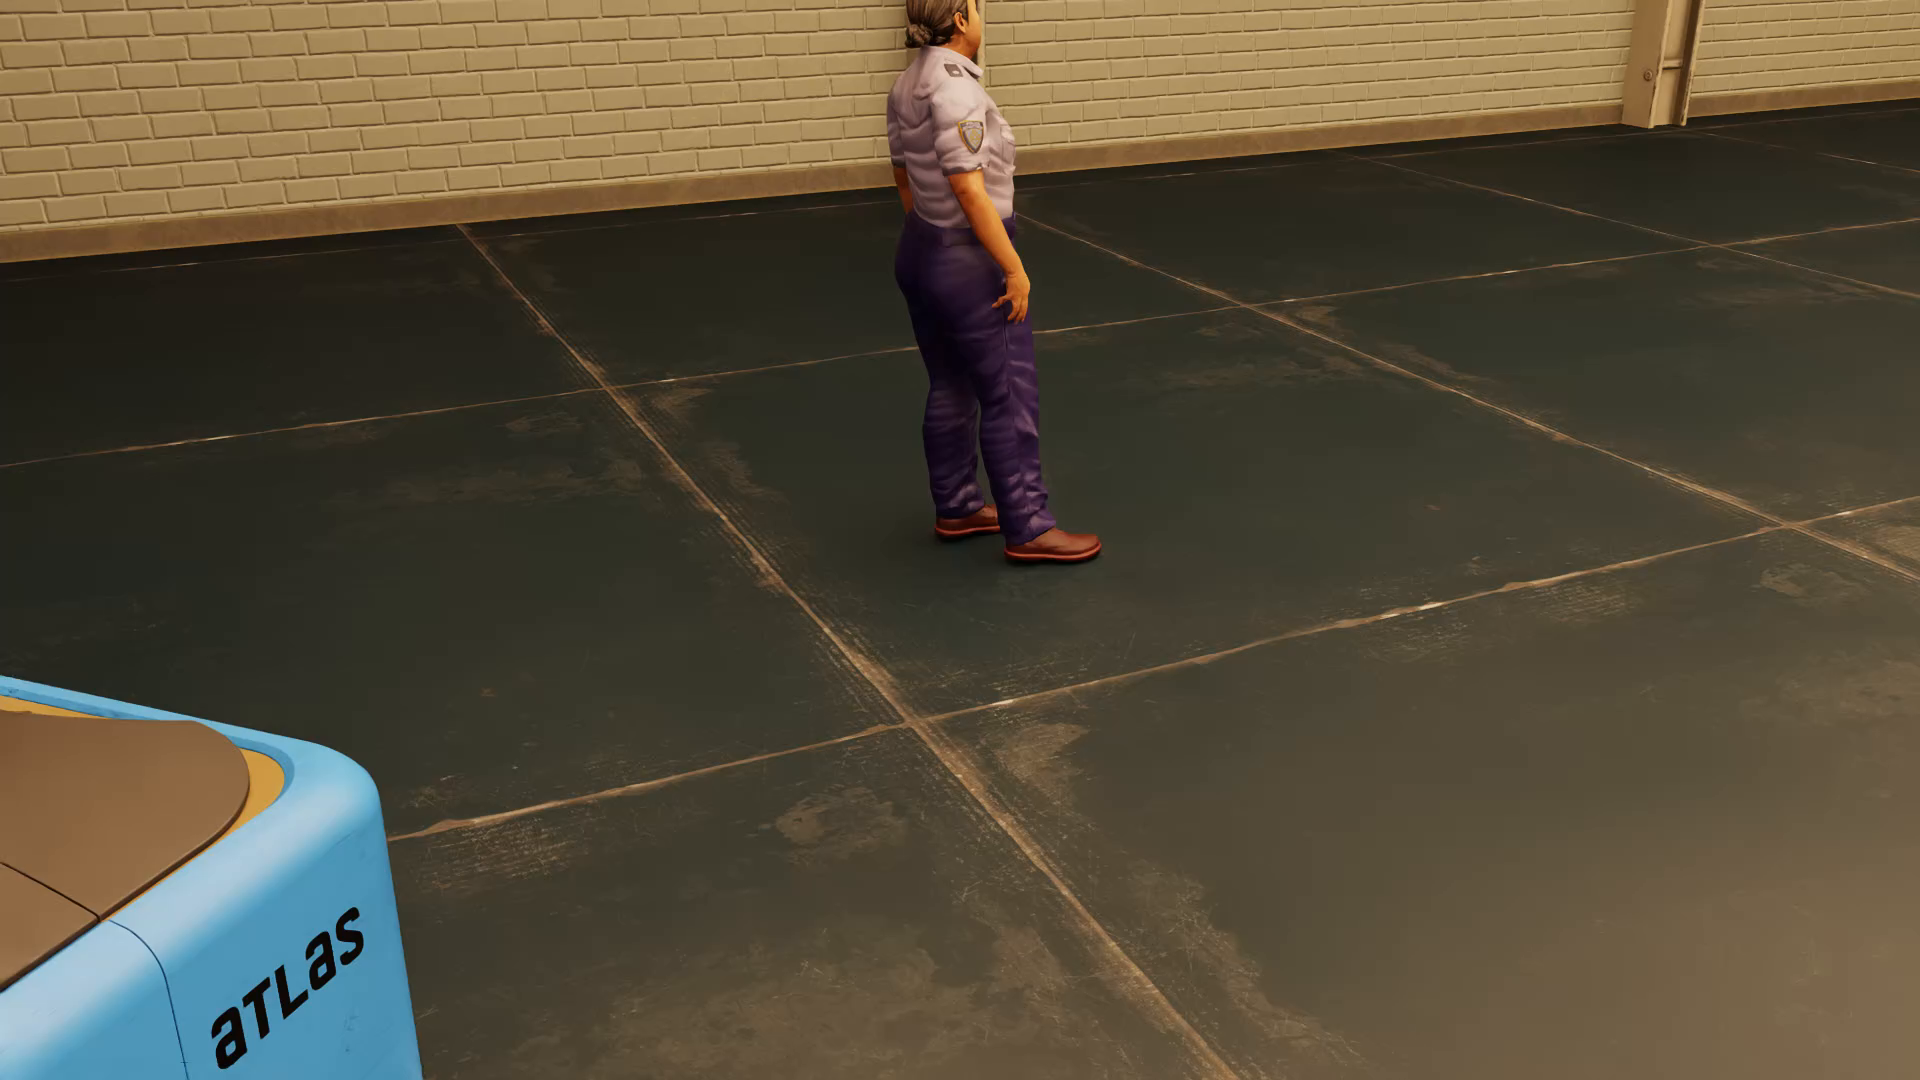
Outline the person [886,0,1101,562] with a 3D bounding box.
[{"bbox_3d":[0.091,-0.774,4.804,0.502,1.651,0.598,-10,25,-23],"label":"person"}]
